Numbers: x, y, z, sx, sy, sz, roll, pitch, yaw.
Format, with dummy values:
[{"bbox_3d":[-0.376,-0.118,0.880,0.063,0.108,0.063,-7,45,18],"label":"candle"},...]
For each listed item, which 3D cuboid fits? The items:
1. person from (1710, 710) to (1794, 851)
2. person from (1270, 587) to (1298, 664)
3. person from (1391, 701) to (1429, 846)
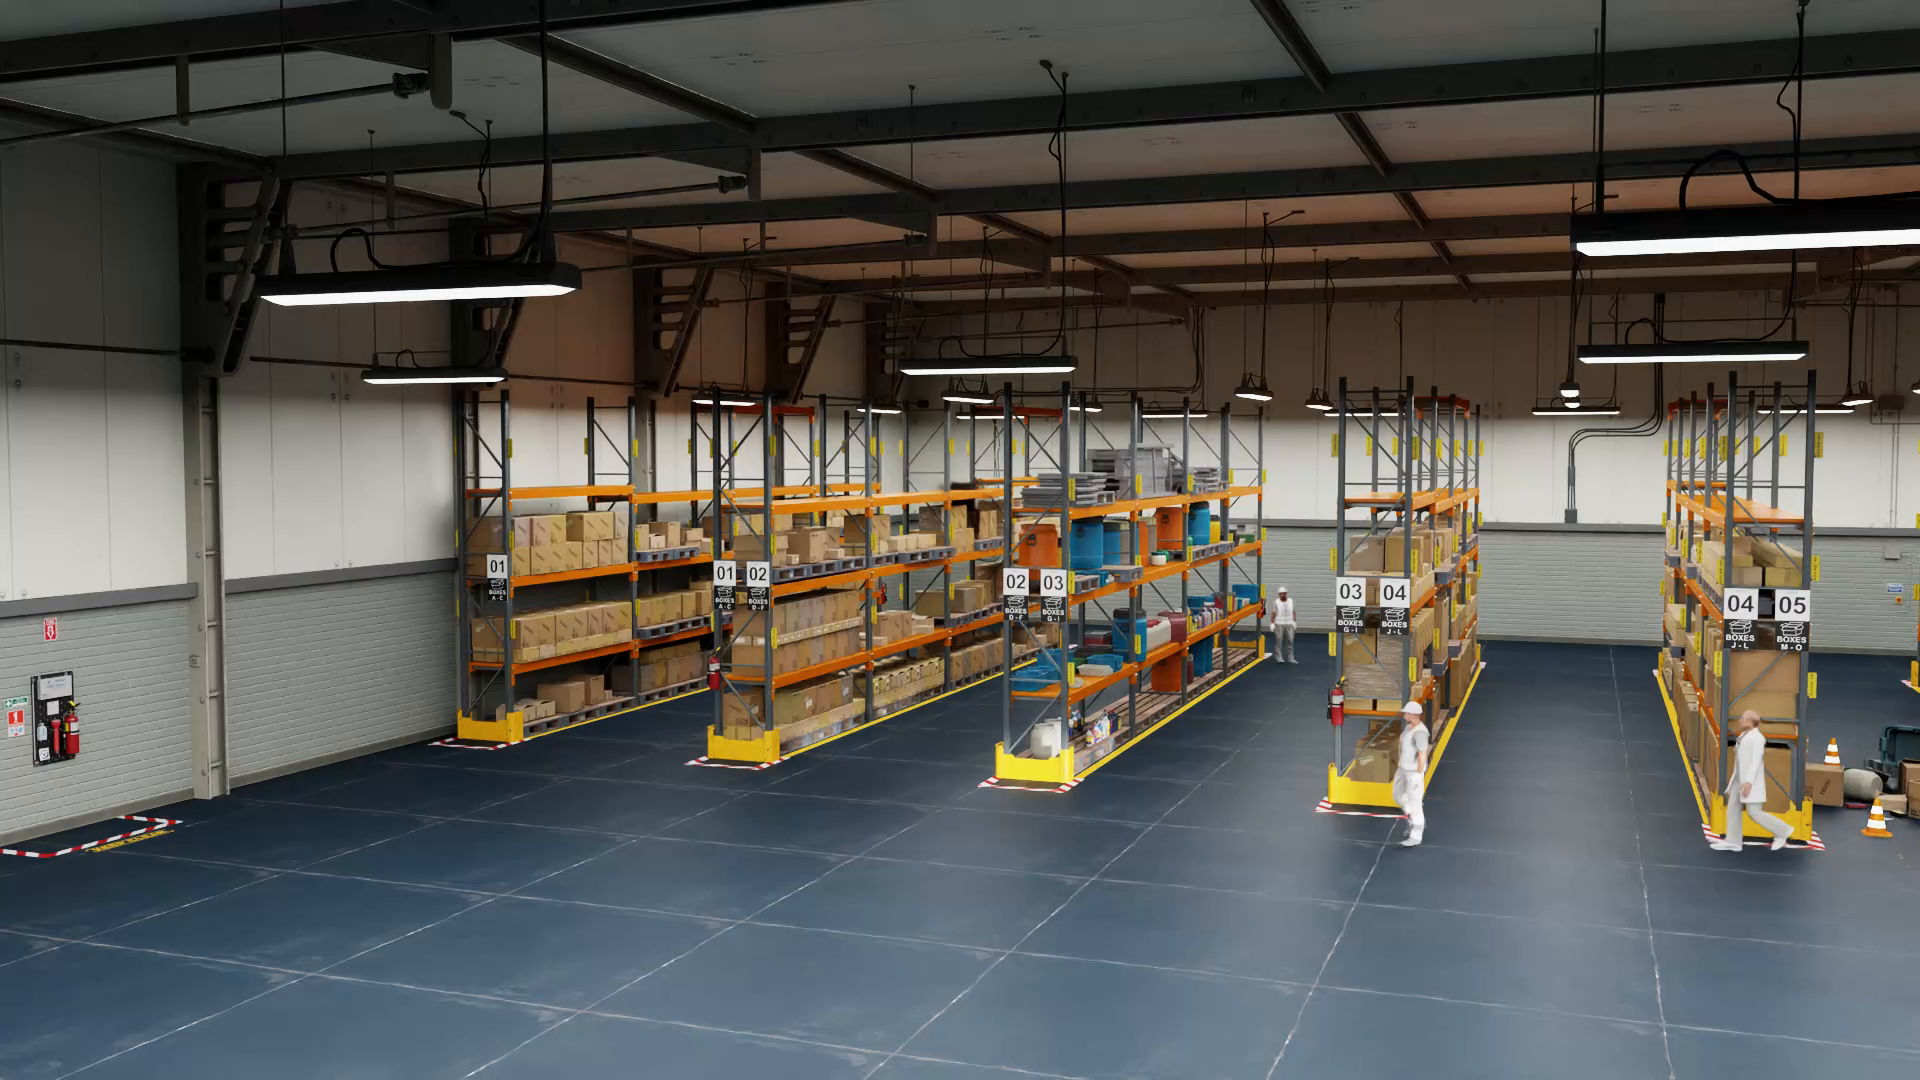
[{"bbox_3d":[9.796,2.981,20.538,0.909,1.764,0.535,0,3,-4],"label":"person"},{"bbox_3d":[7.553,1.985,38.787,0.660,1.800,0.369,0,3,-2],"label":"person"},{"bbox_3d":[5.732,2.935,21.087,0.491,1.789,0.631,-1,3,-11],"label":"person"}]
